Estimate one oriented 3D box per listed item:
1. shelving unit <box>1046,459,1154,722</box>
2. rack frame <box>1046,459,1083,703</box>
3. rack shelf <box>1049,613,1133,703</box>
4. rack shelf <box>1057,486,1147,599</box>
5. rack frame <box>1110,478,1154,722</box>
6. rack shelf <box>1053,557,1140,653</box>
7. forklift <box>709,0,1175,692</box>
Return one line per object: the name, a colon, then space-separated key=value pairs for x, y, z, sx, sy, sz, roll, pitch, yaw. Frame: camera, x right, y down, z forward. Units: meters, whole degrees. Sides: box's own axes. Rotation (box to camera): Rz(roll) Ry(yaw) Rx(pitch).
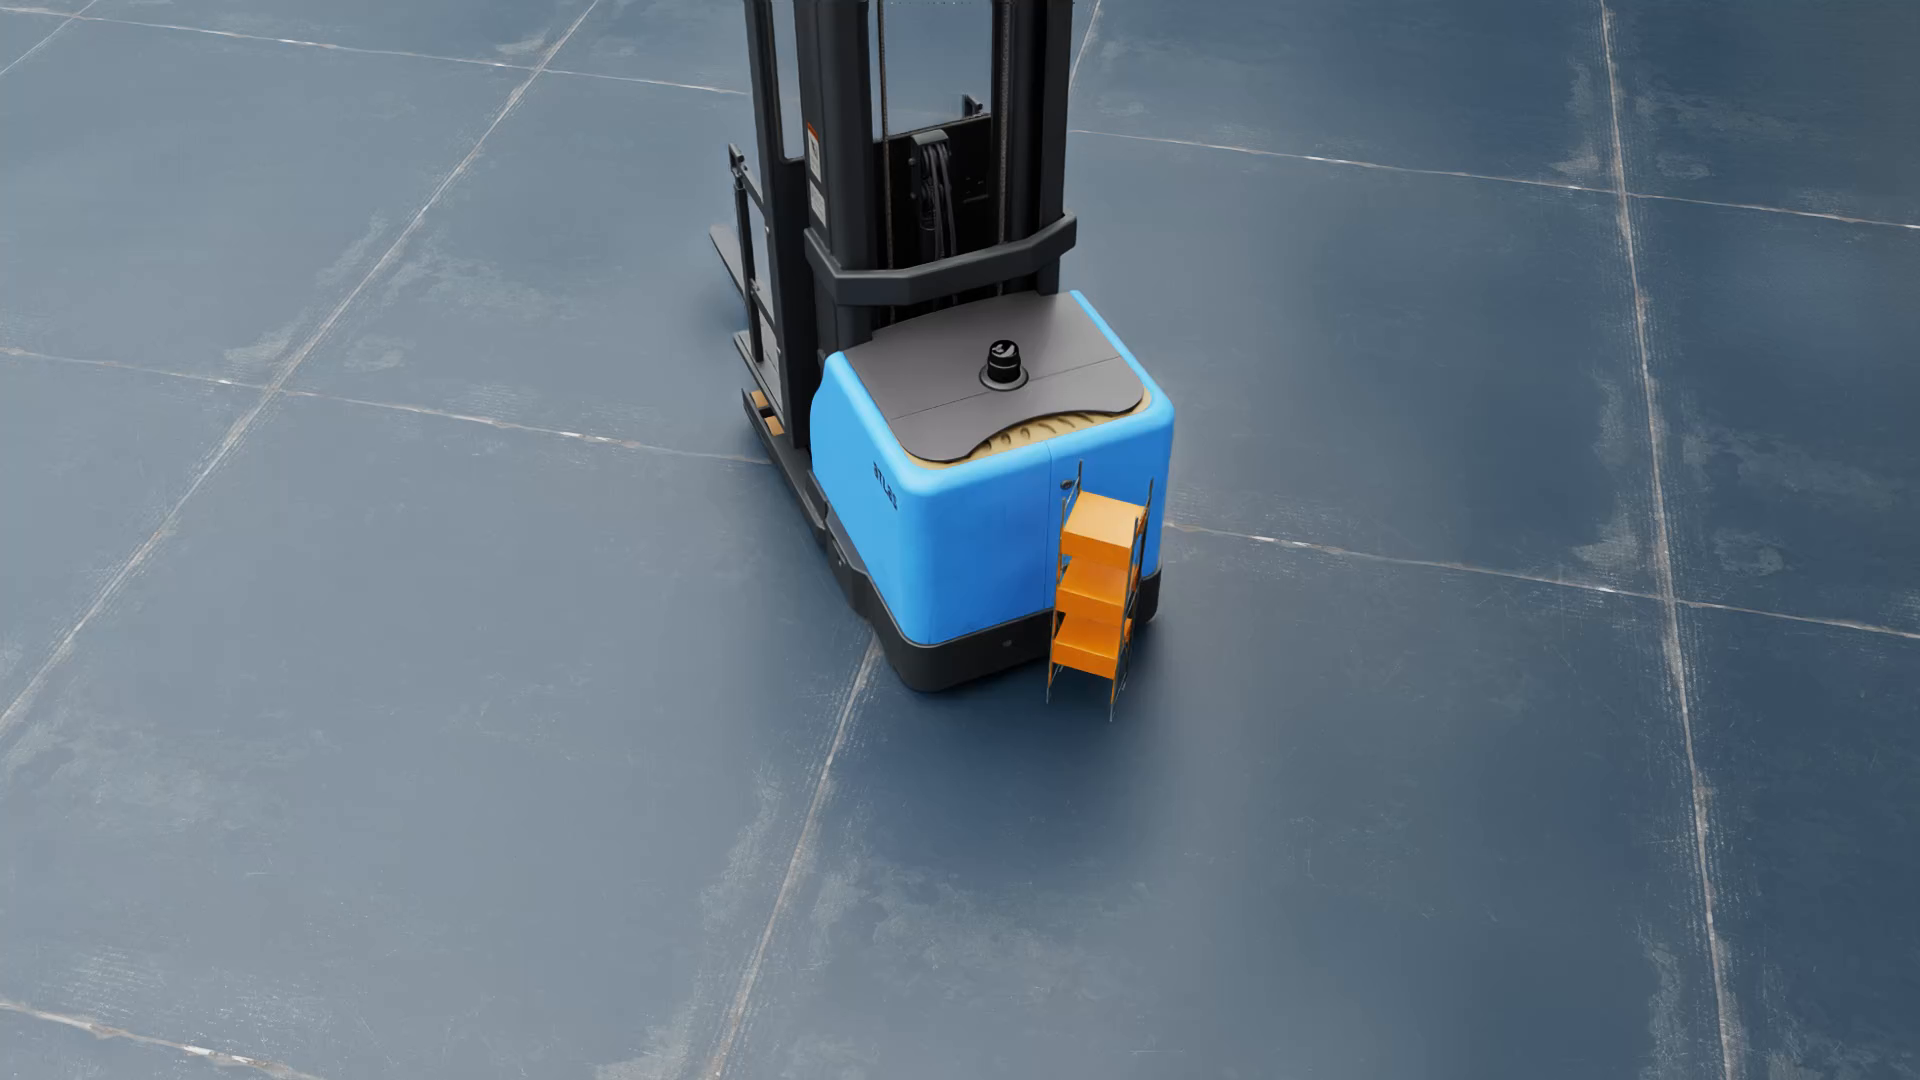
shelving unit: x=0.475 y=0.198 z=5.779 sx=0.252 sy=1.050 sz=0.215 roll=15 pitch=47 yaw=13
rack frame: x=0.361 y=0.167 z=5.807 sx=0.008 sy=1.050 sz=0.200 roll=15 pitch=47 yaw=13
rack shelf: x=0.472 y=0.399 z=5.985 sx=0.240 sy=0.259 sz=0.215 roll=15 pitch=47 yaw=13
rack shelf: x=0.479 y=0.008 z=5.583 sx=0.240 sy=0.259 sz=0.215 roll=15 pitch=47 yaw=13
rack frame: x=0.590 y=0.229 z=5.750 sx=0.008 sy=1.050 sz=0.200 roll=15 pitch=47 yaw=13
rack shelf: x=0.475 y=0.205 z=5.786 sx=0.240 sy=0.259 sz=0.215 roll=15 pitch=47 yaw=13
forklift: x=-0.294 y=-1.534 z=6.231 sx=1.130 sy=2.935 sz=3.031 roll=-17 pitch=46 yaw=-17
